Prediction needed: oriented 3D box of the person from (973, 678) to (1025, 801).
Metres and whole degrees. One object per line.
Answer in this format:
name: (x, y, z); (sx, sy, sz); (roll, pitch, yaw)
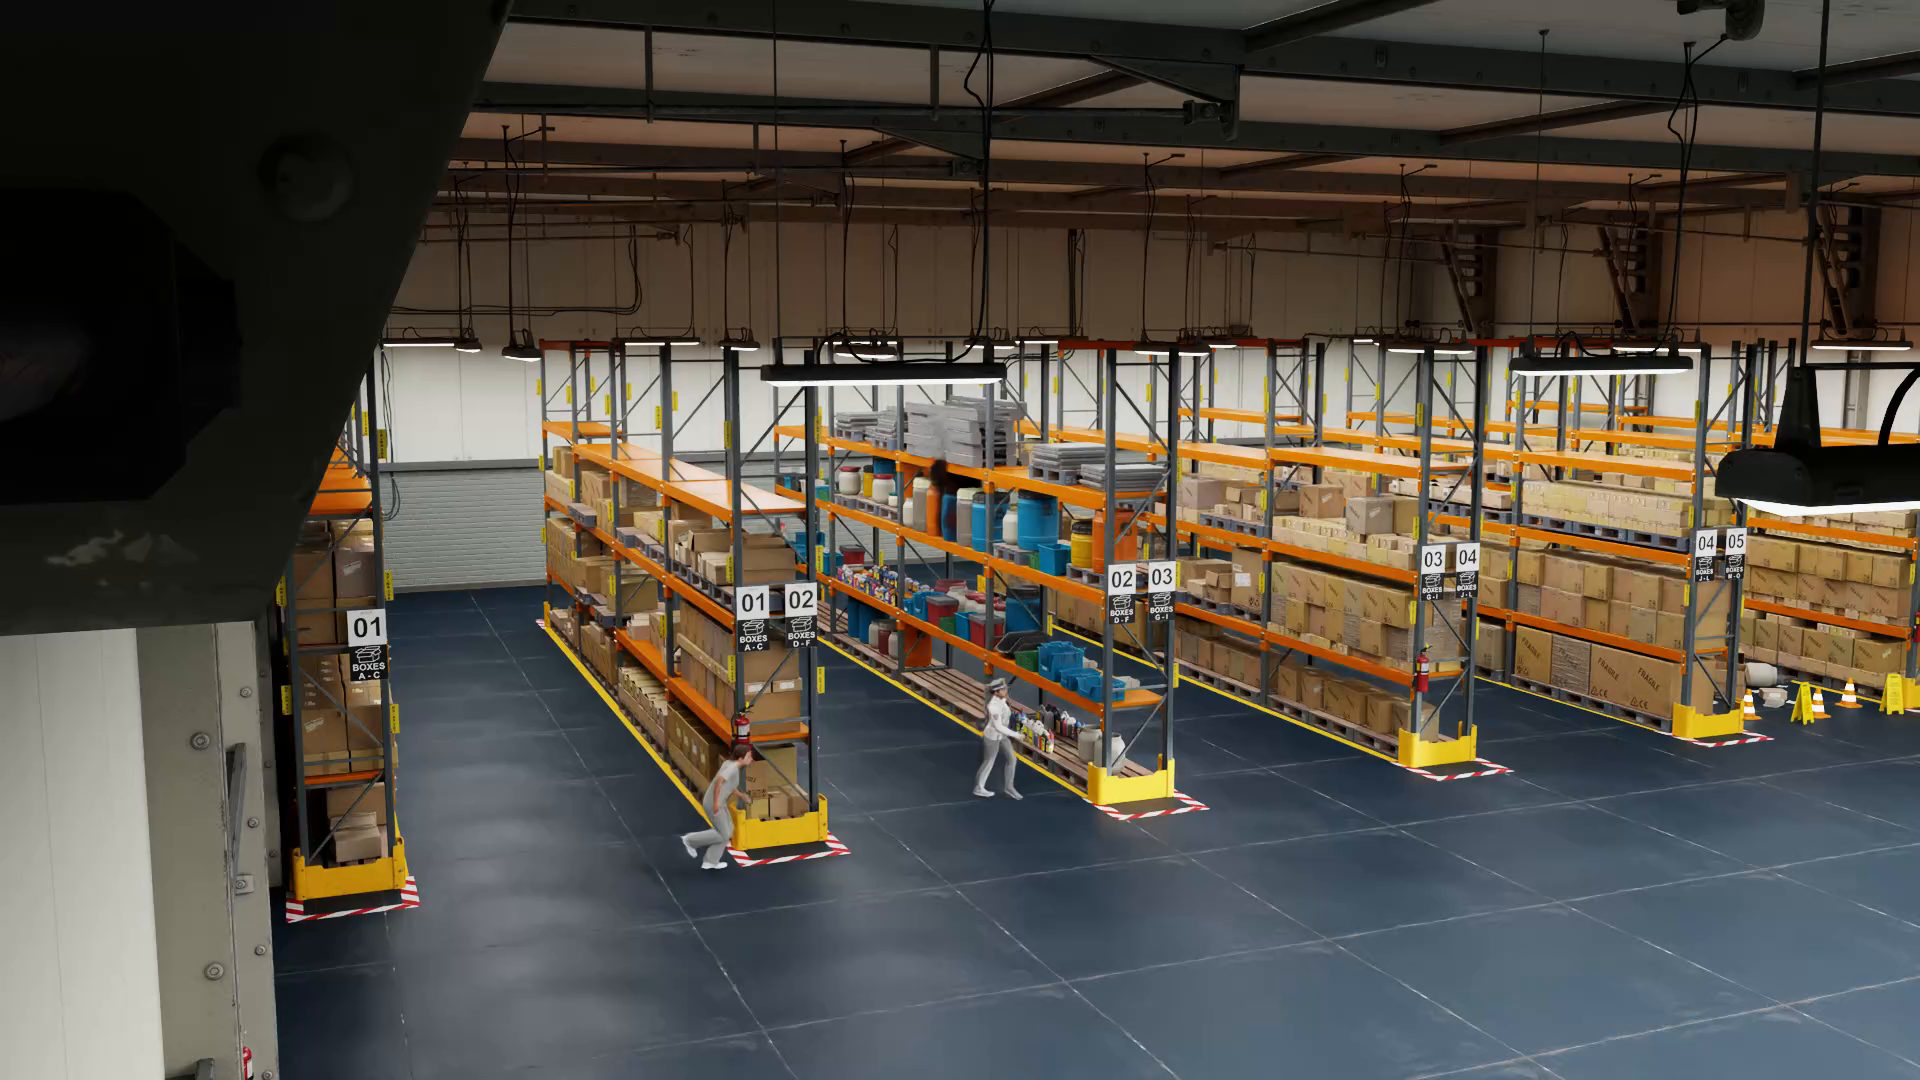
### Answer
person: (0.522, 2.646, 22.057); (0.746, 1.697, 0.566); (3, 8, 21)

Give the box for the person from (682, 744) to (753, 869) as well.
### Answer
person: (-2.818, 3.106, 19.296); (0.834, 1.490, 0.579); (0, 7, -2)

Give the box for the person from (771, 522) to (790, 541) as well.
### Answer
person: (-4.371, 0.406, 39.225); (0.717, 1.664, 0.860); (5, 9, 36)
